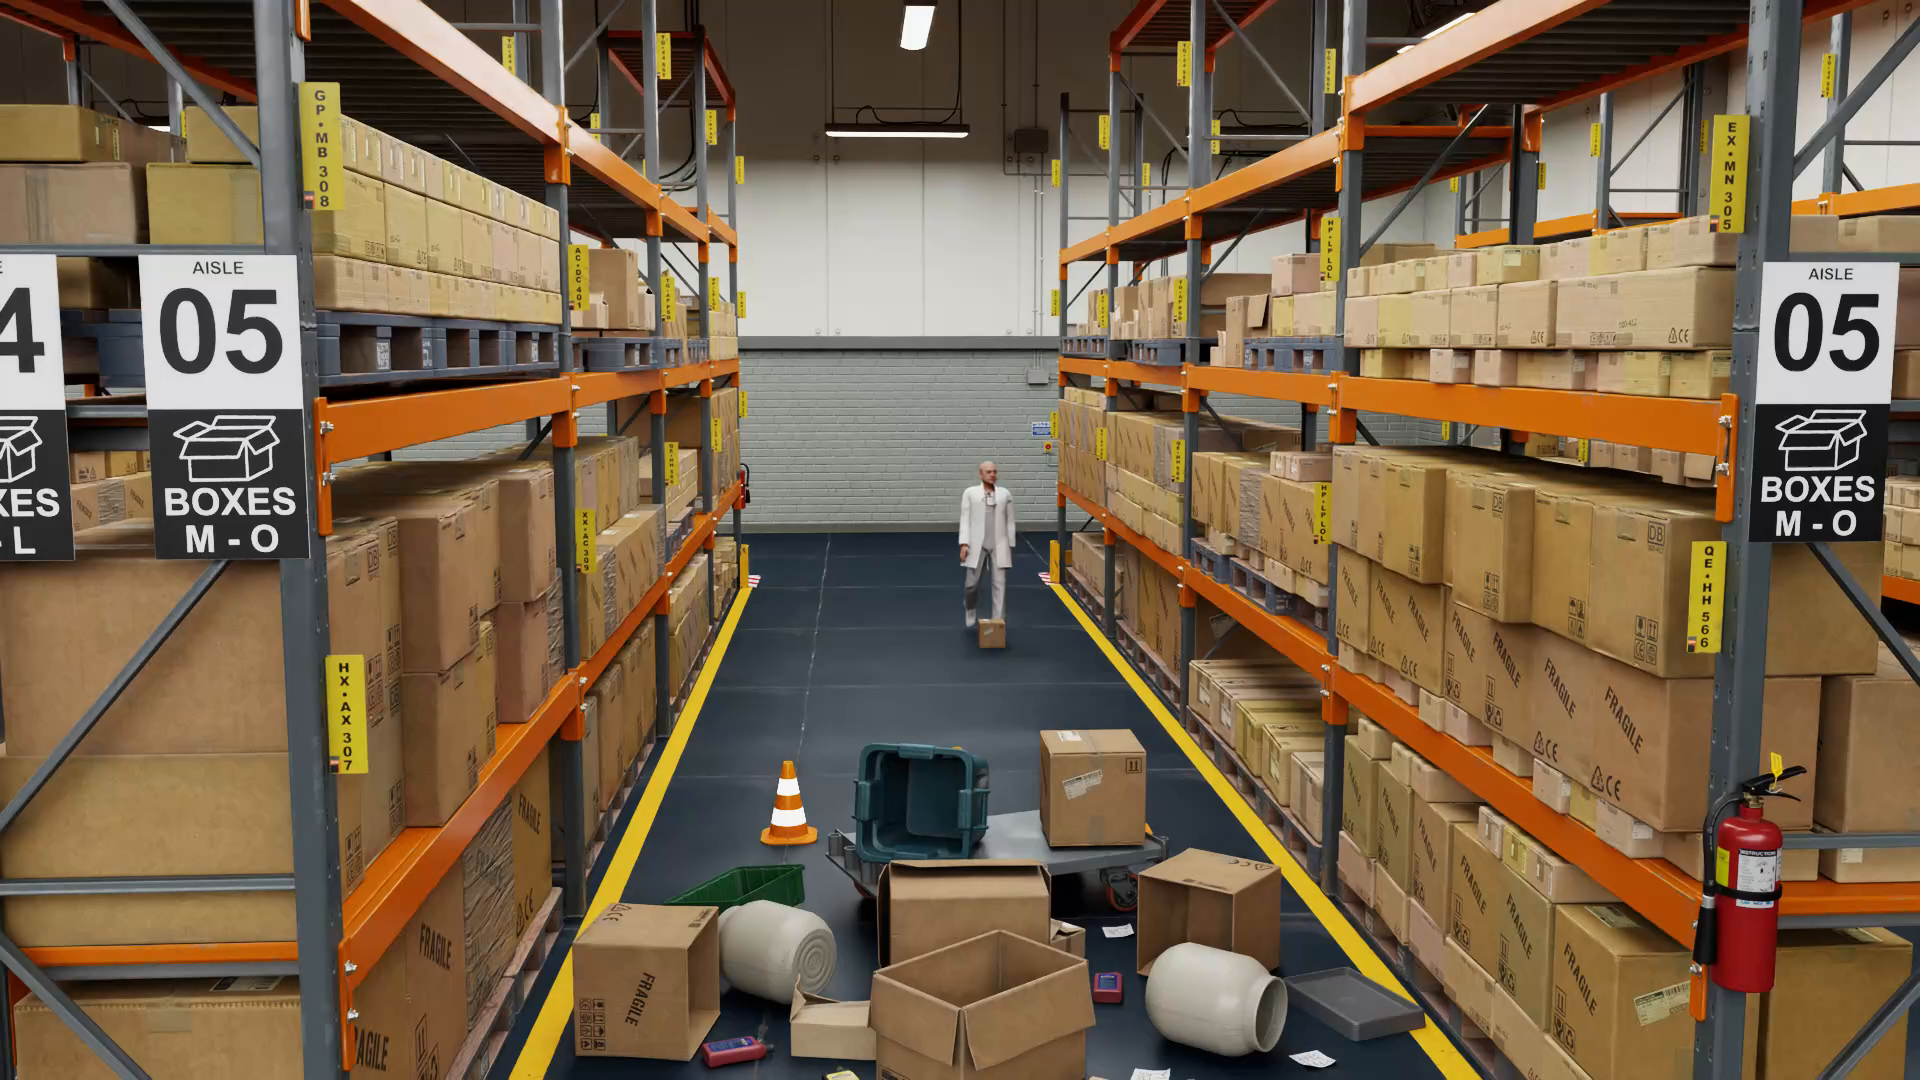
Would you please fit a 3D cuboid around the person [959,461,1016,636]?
[{"bbox_3d":[0.283,0.081,16.985,0.607,1.762,0.846,-1,7,-6],"label":"person"}]
